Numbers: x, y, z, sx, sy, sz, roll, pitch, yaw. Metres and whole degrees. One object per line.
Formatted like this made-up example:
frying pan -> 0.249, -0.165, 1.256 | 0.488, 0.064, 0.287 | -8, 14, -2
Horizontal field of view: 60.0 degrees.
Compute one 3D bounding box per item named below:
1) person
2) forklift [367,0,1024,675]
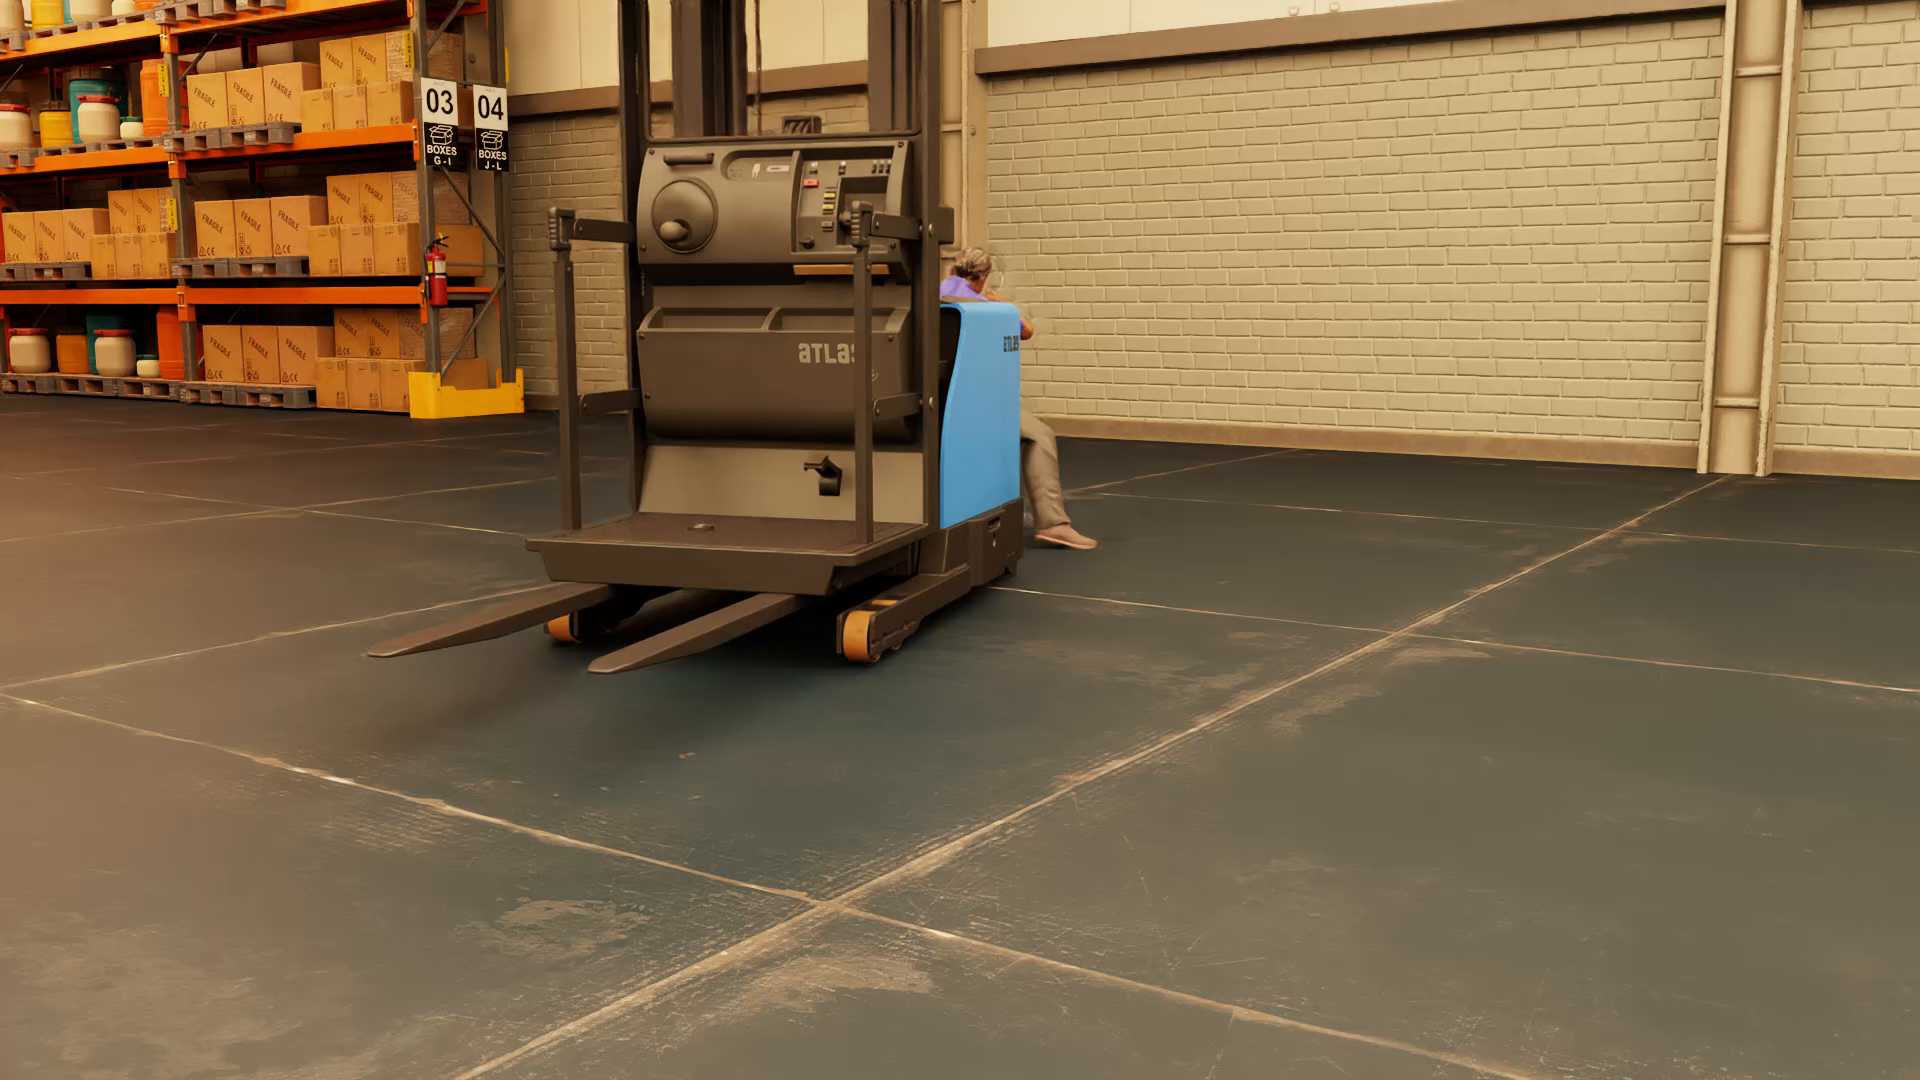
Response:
person -> -0.061, -0.654, 7.578 | 1.414, 1.347, 0.682 | 6, 10, 38
forklift -> -0.678, -1.141, 5.217 | 1.130, 2.935, 3.031 | 3, 8, 17
